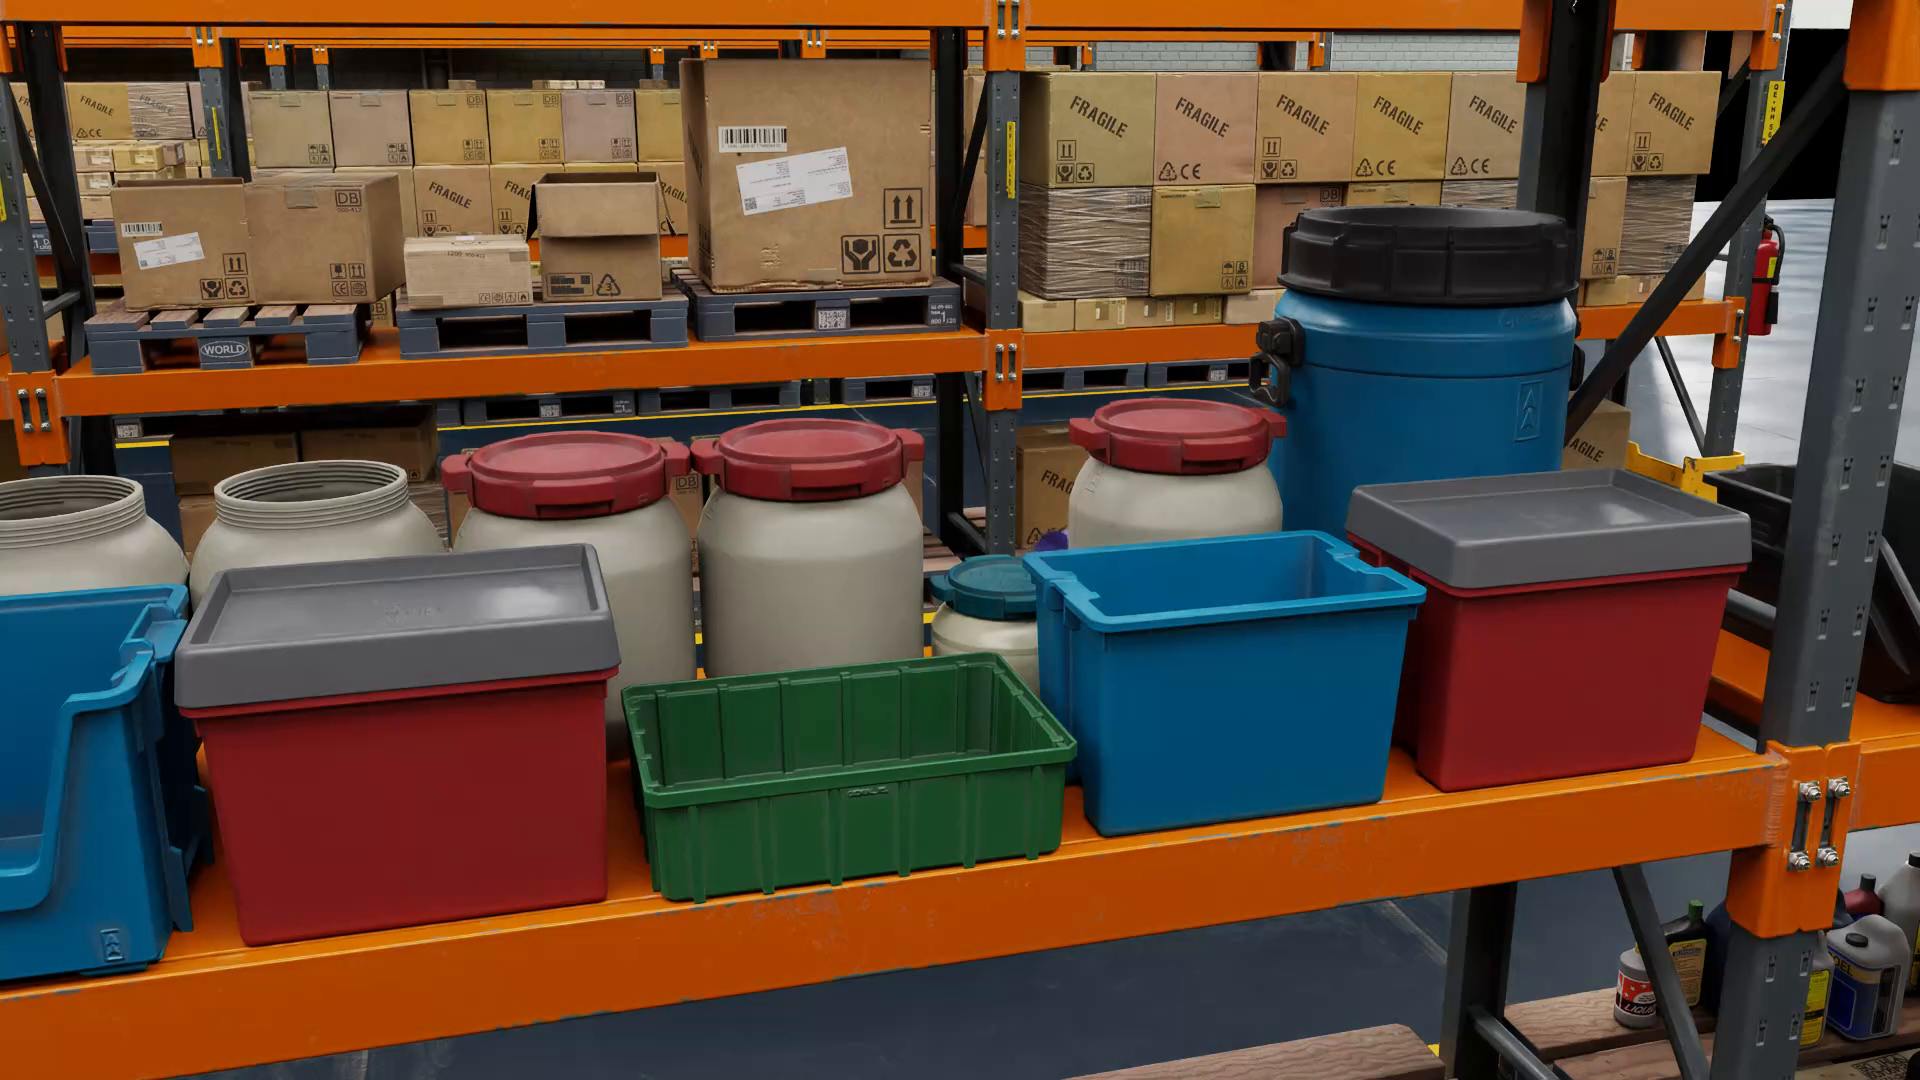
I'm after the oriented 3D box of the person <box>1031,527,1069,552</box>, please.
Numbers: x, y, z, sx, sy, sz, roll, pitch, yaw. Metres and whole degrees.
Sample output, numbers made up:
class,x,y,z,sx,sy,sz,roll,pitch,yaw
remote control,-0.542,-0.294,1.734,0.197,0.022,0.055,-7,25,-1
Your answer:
class,x,y,z,sx,sy,sz,roll,pitch,yaw
person,0.701,0.214,7.019,0.910,0.736,0.509,-10,19,-32
